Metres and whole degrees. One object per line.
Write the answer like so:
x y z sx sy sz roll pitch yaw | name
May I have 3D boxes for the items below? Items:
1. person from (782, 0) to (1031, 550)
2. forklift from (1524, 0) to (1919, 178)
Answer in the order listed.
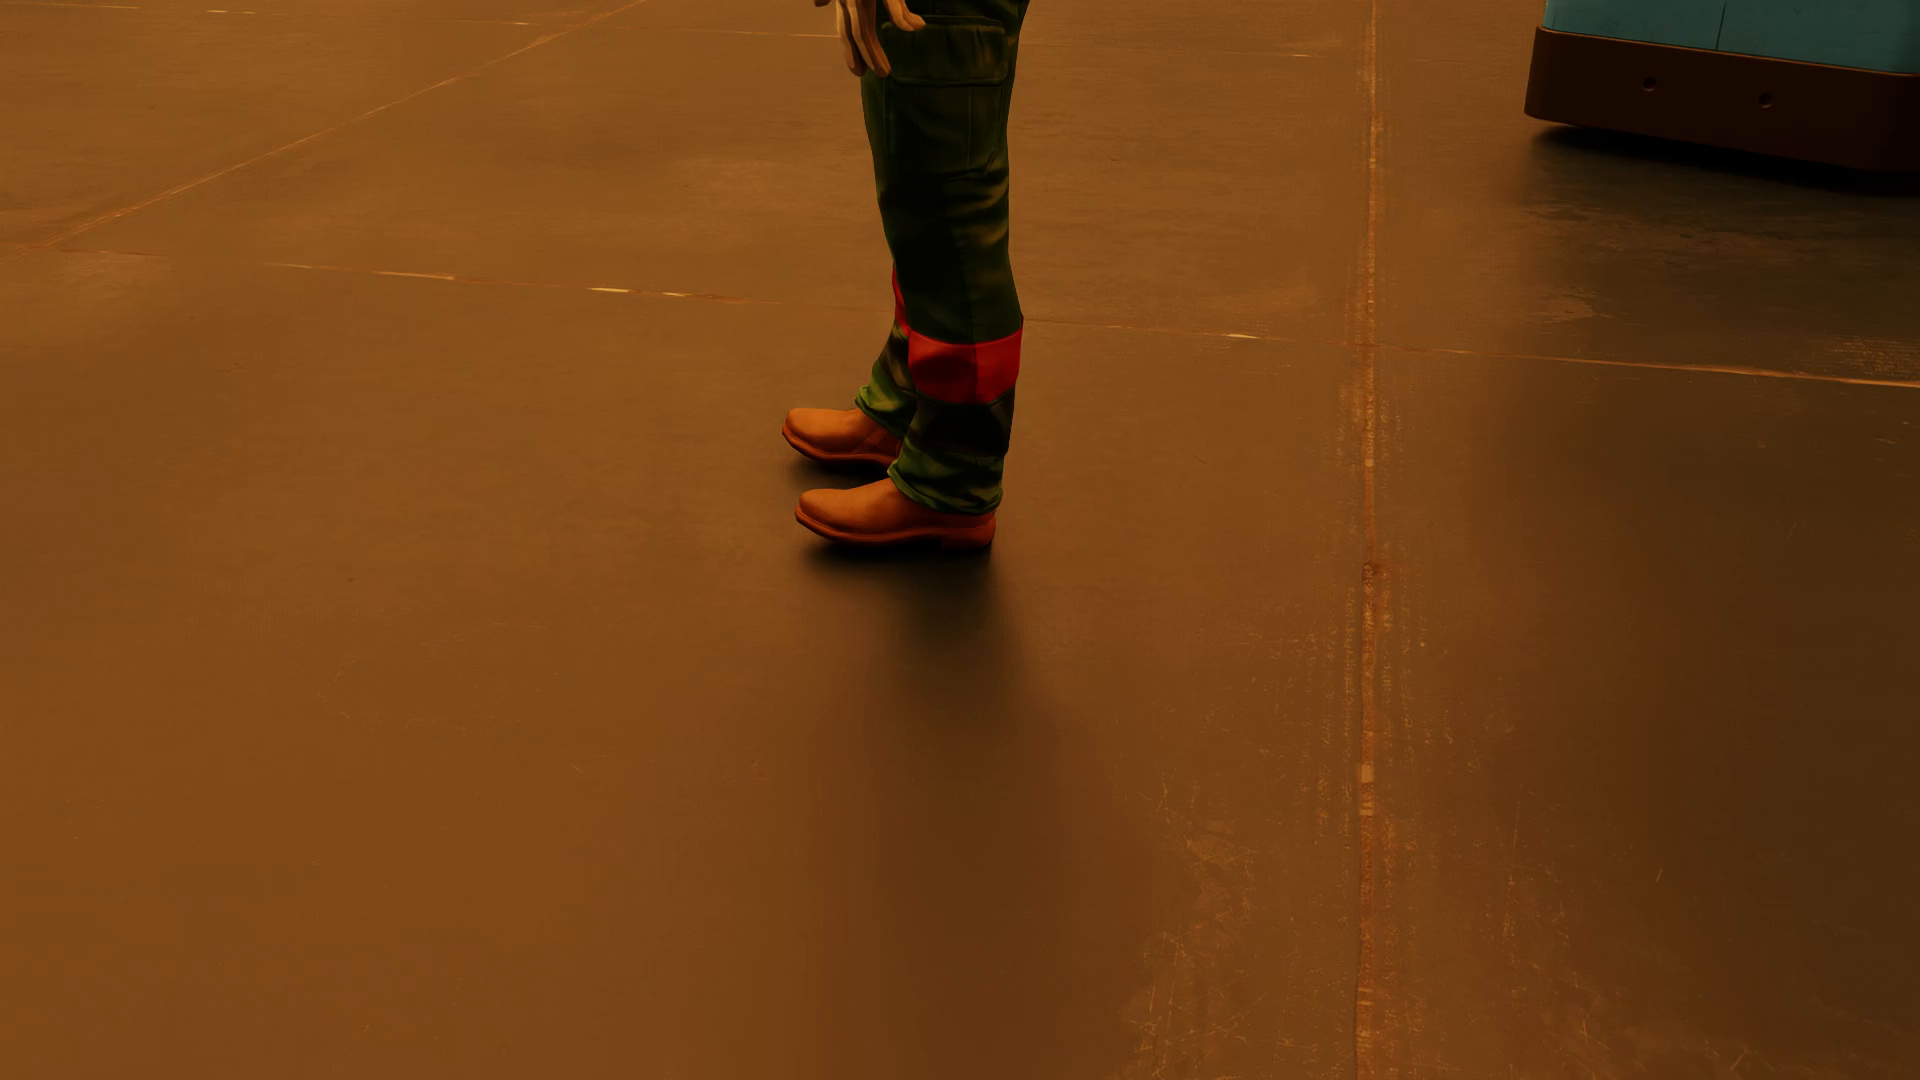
-0.075 -0.819 2.120 0.564 1.787 0.637 6 27 11 | person
2.976 -2.806 4.809 1.130 2.935 3.031 22 34 37 | forklift
